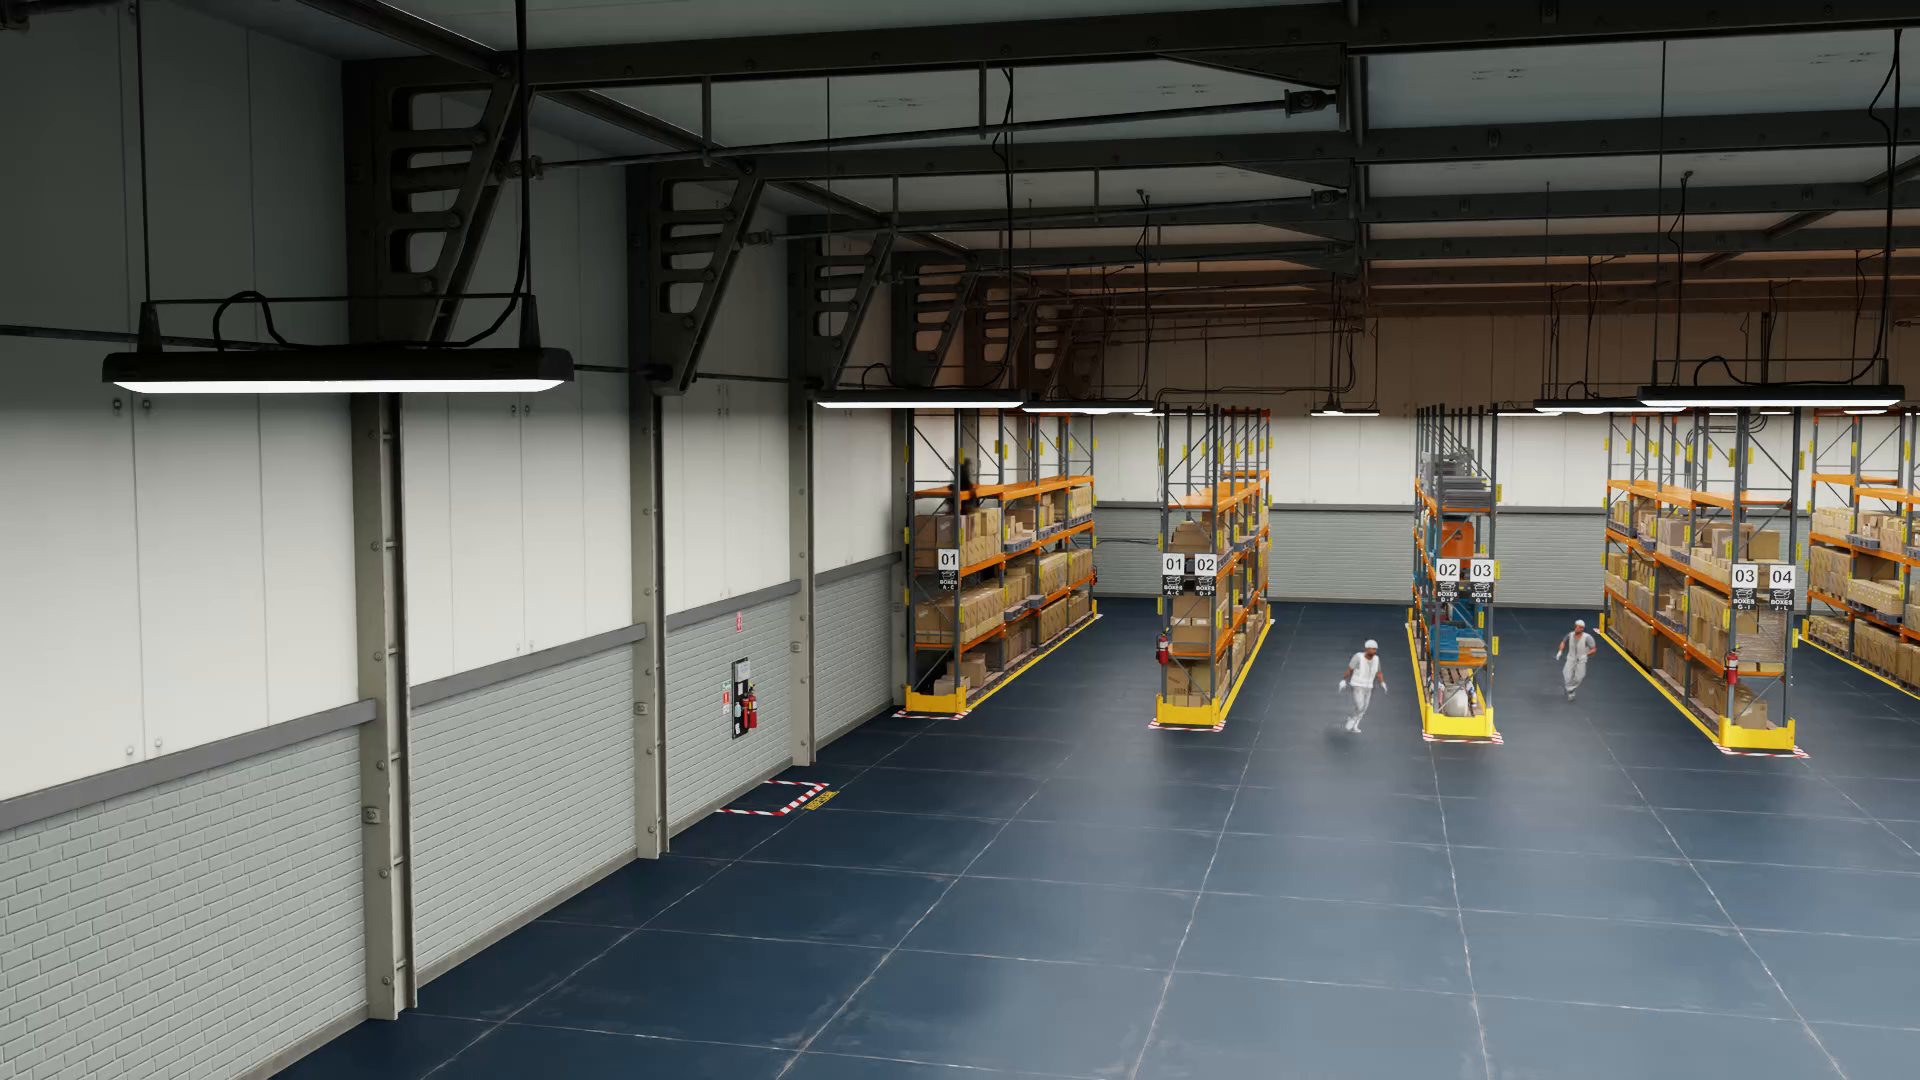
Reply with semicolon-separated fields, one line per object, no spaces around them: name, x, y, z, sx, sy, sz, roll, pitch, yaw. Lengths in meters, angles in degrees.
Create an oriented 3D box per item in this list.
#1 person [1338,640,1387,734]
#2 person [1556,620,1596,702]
person;7.315;2.659;30.119;0.681;1.729;0.650;-2;5;-27
person;12.493;2.446;33.708;0.763;1.689;0.552;2;5;25
